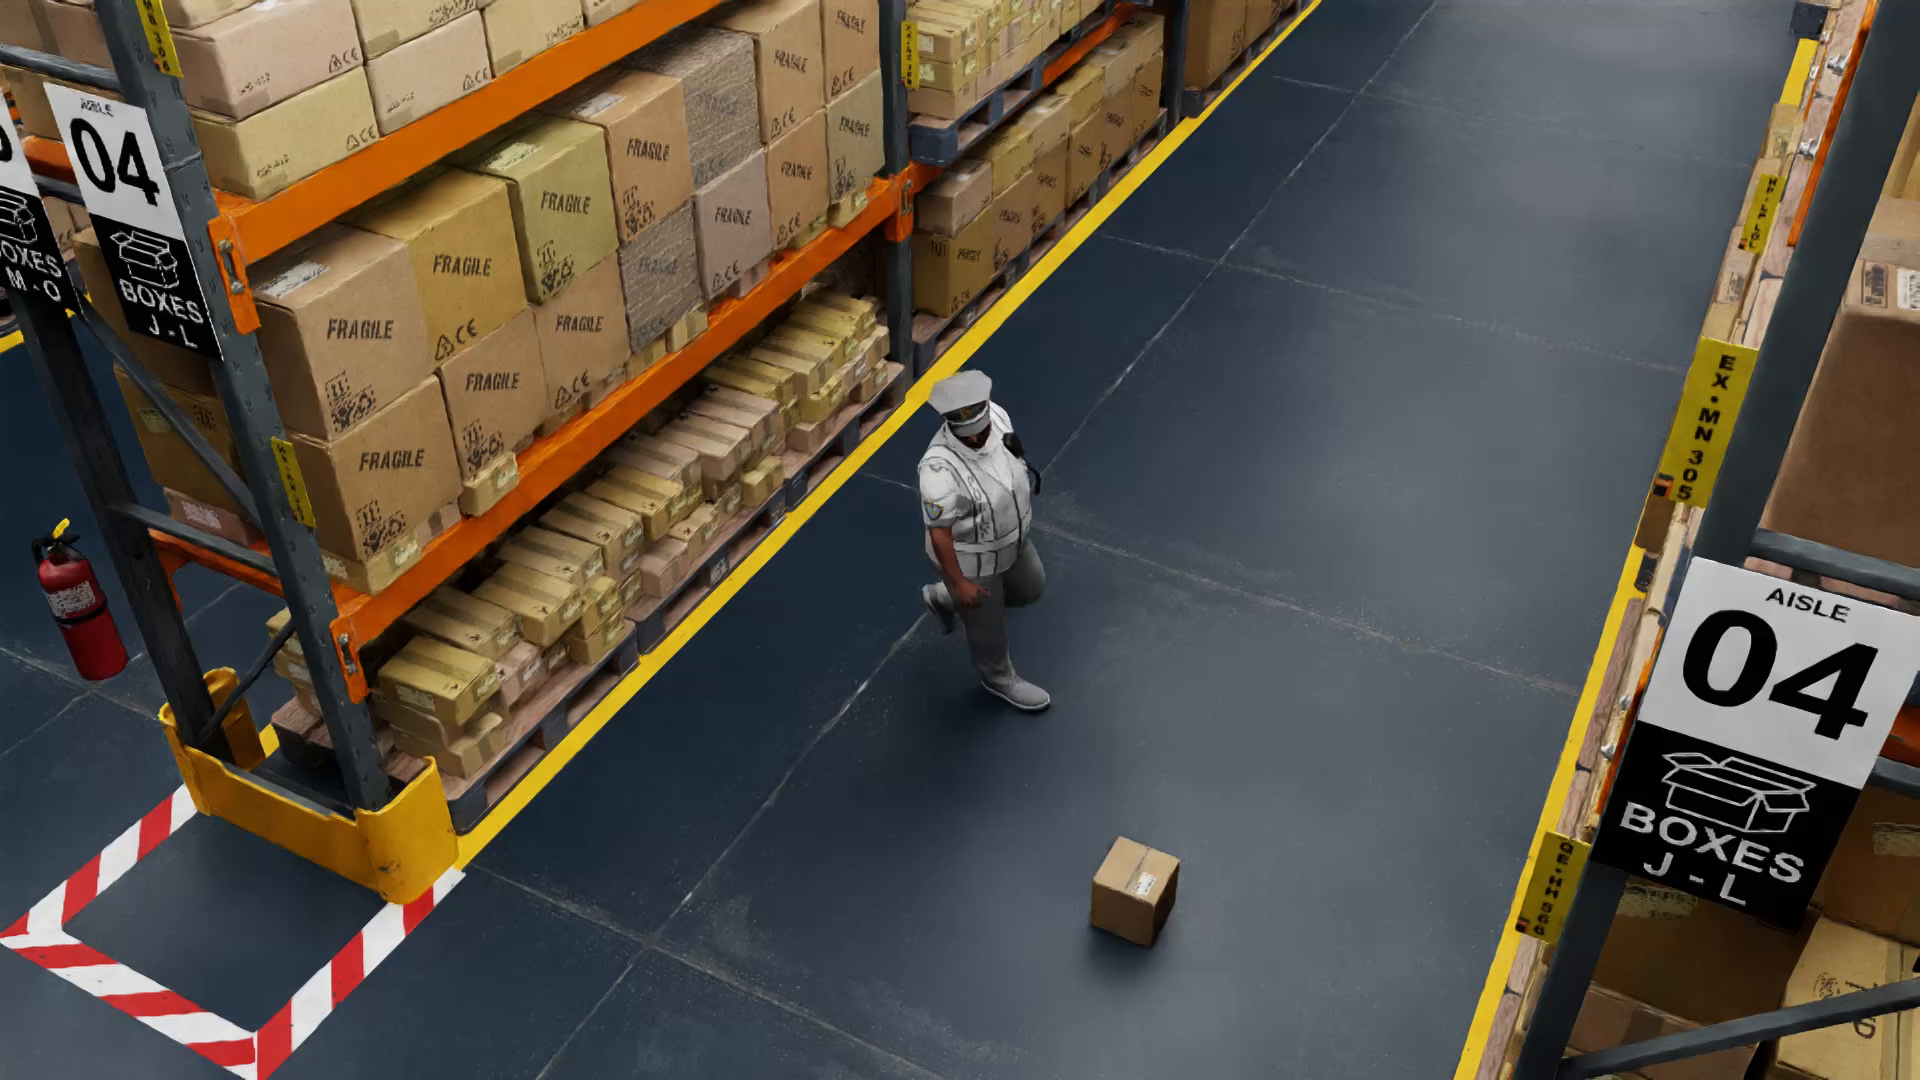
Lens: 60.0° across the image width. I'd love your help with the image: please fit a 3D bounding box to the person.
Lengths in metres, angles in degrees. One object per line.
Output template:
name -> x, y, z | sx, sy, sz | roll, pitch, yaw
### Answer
person -> 0.053, 0.009, 6.744 | 0.649, 1.713, 0.630 | 19, 42, 23
